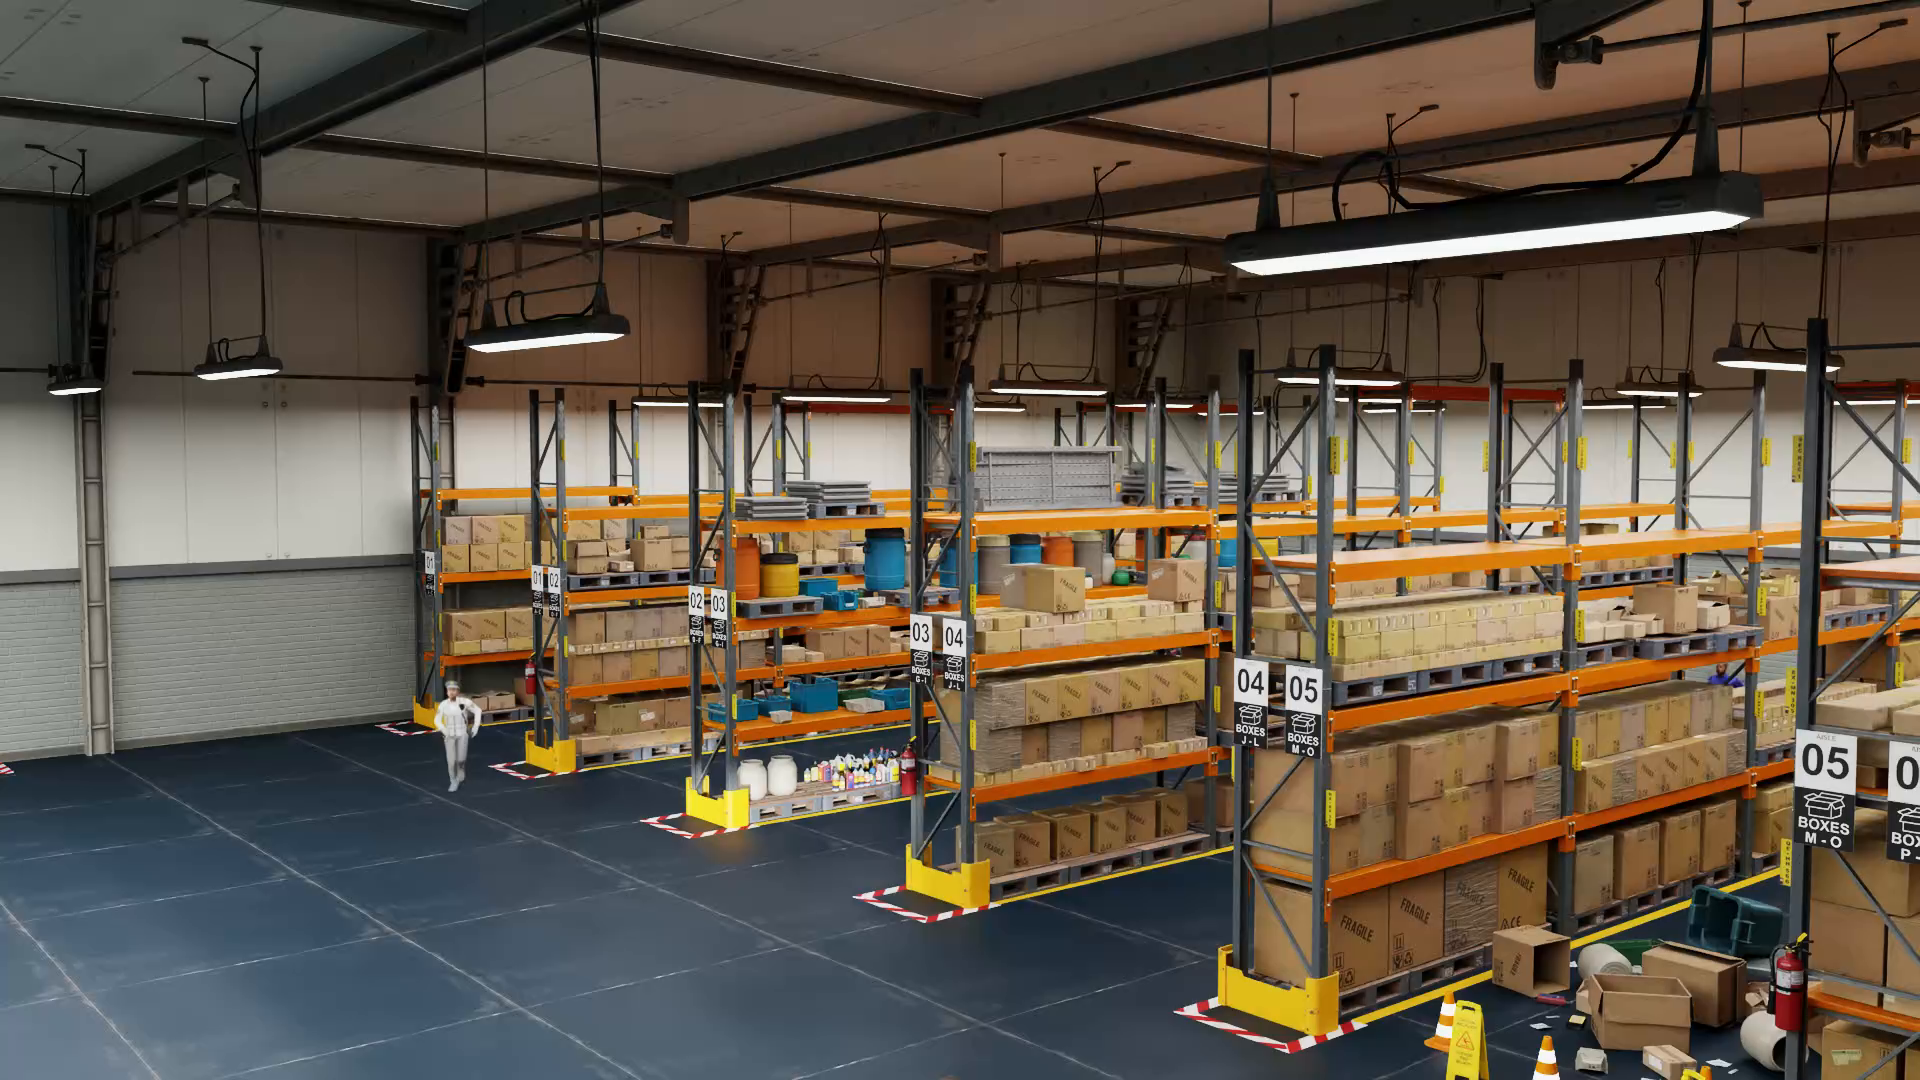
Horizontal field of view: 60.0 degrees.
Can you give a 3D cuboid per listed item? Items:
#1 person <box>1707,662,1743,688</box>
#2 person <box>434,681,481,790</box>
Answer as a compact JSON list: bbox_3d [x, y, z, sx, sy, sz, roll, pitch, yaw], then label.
[{"bbox_3d":[12.271,2.769,26.801,0.646,1.658,0.549,-3,4,-40],"label":"person"},{"bbox_3d":[-7.428,2.900,24.560,0.652,1.648,0.637,-1,3,-10],"label":"person"}]
